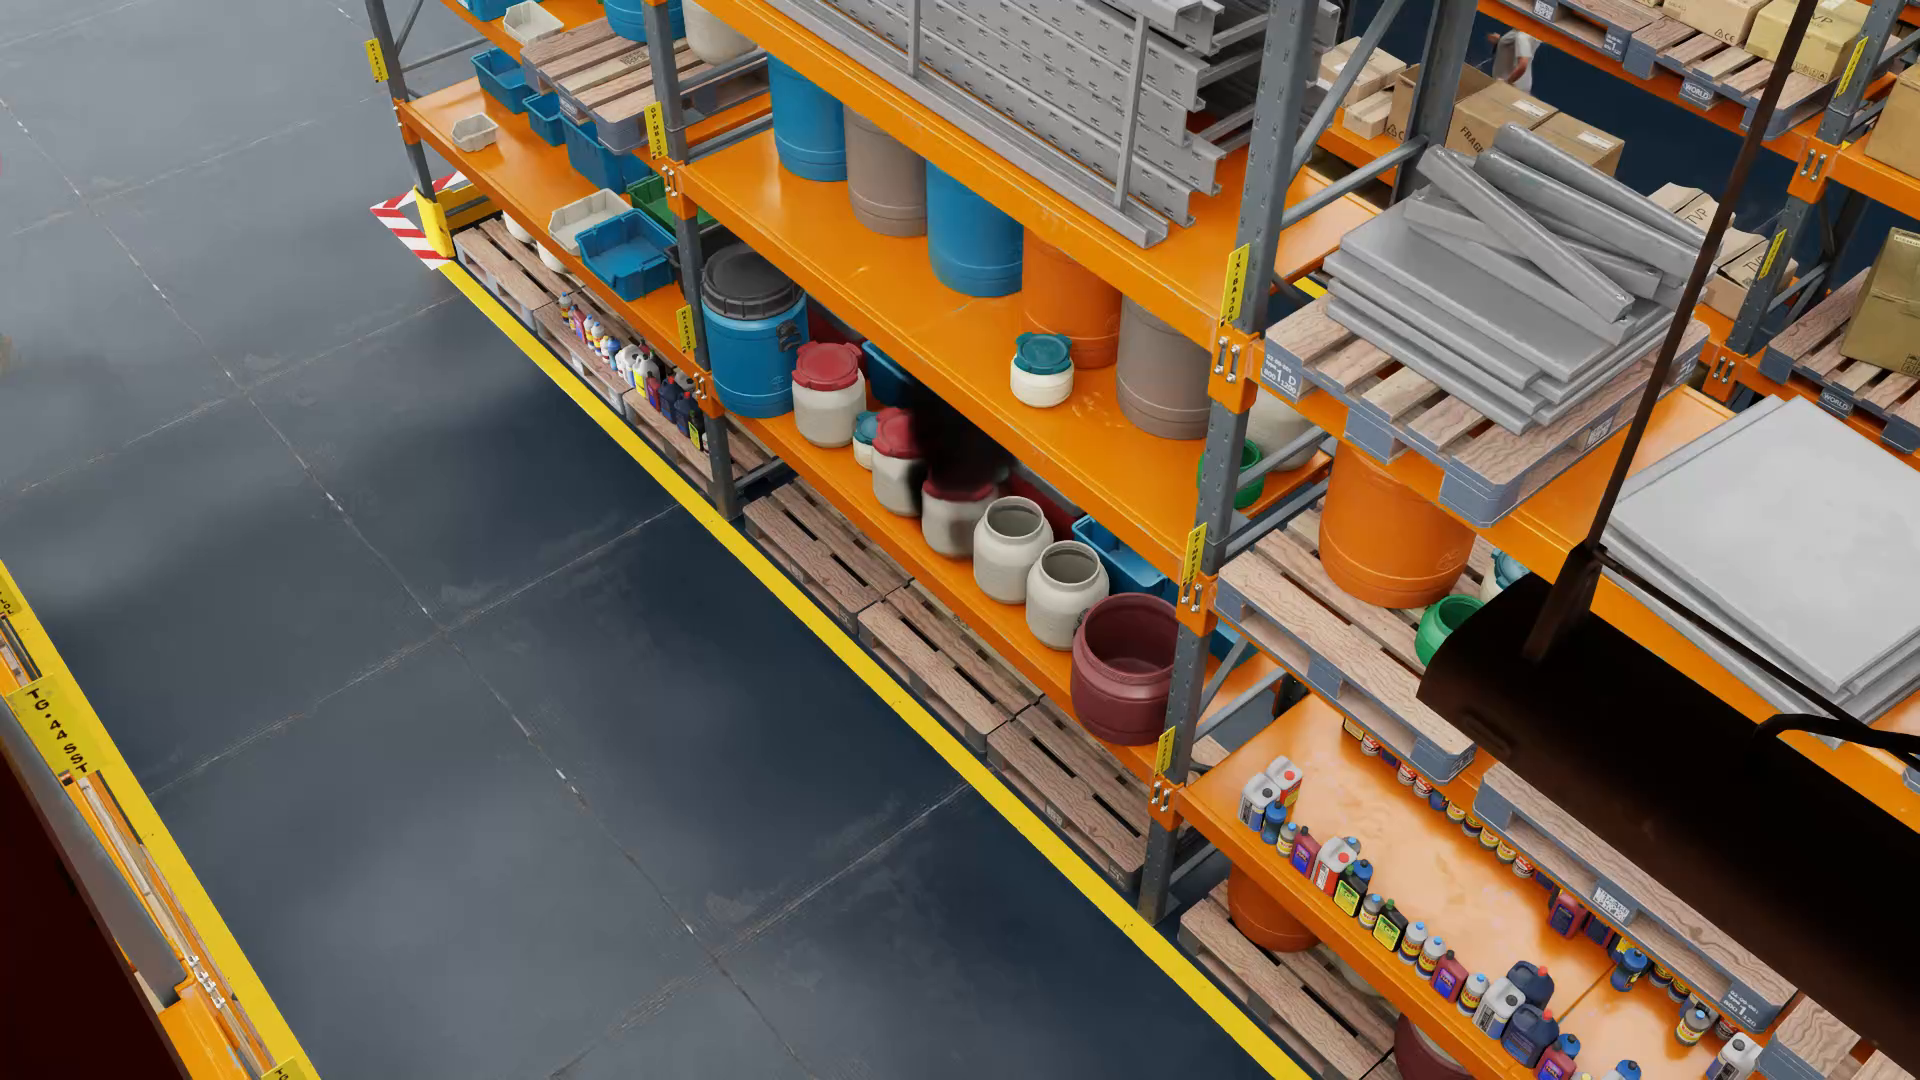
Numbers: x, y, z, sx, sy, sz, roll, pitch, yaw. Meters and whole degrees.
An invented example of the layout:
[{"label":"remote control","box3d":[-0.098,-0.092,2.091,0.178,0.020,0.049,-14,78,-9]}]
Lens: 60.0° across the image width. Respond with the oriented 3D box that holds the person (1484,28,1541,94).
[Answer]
[{"label":"person","box3d":[4.366,-3.546,13.206,0.546,1.725,0.759,-30,54,-26]}]
